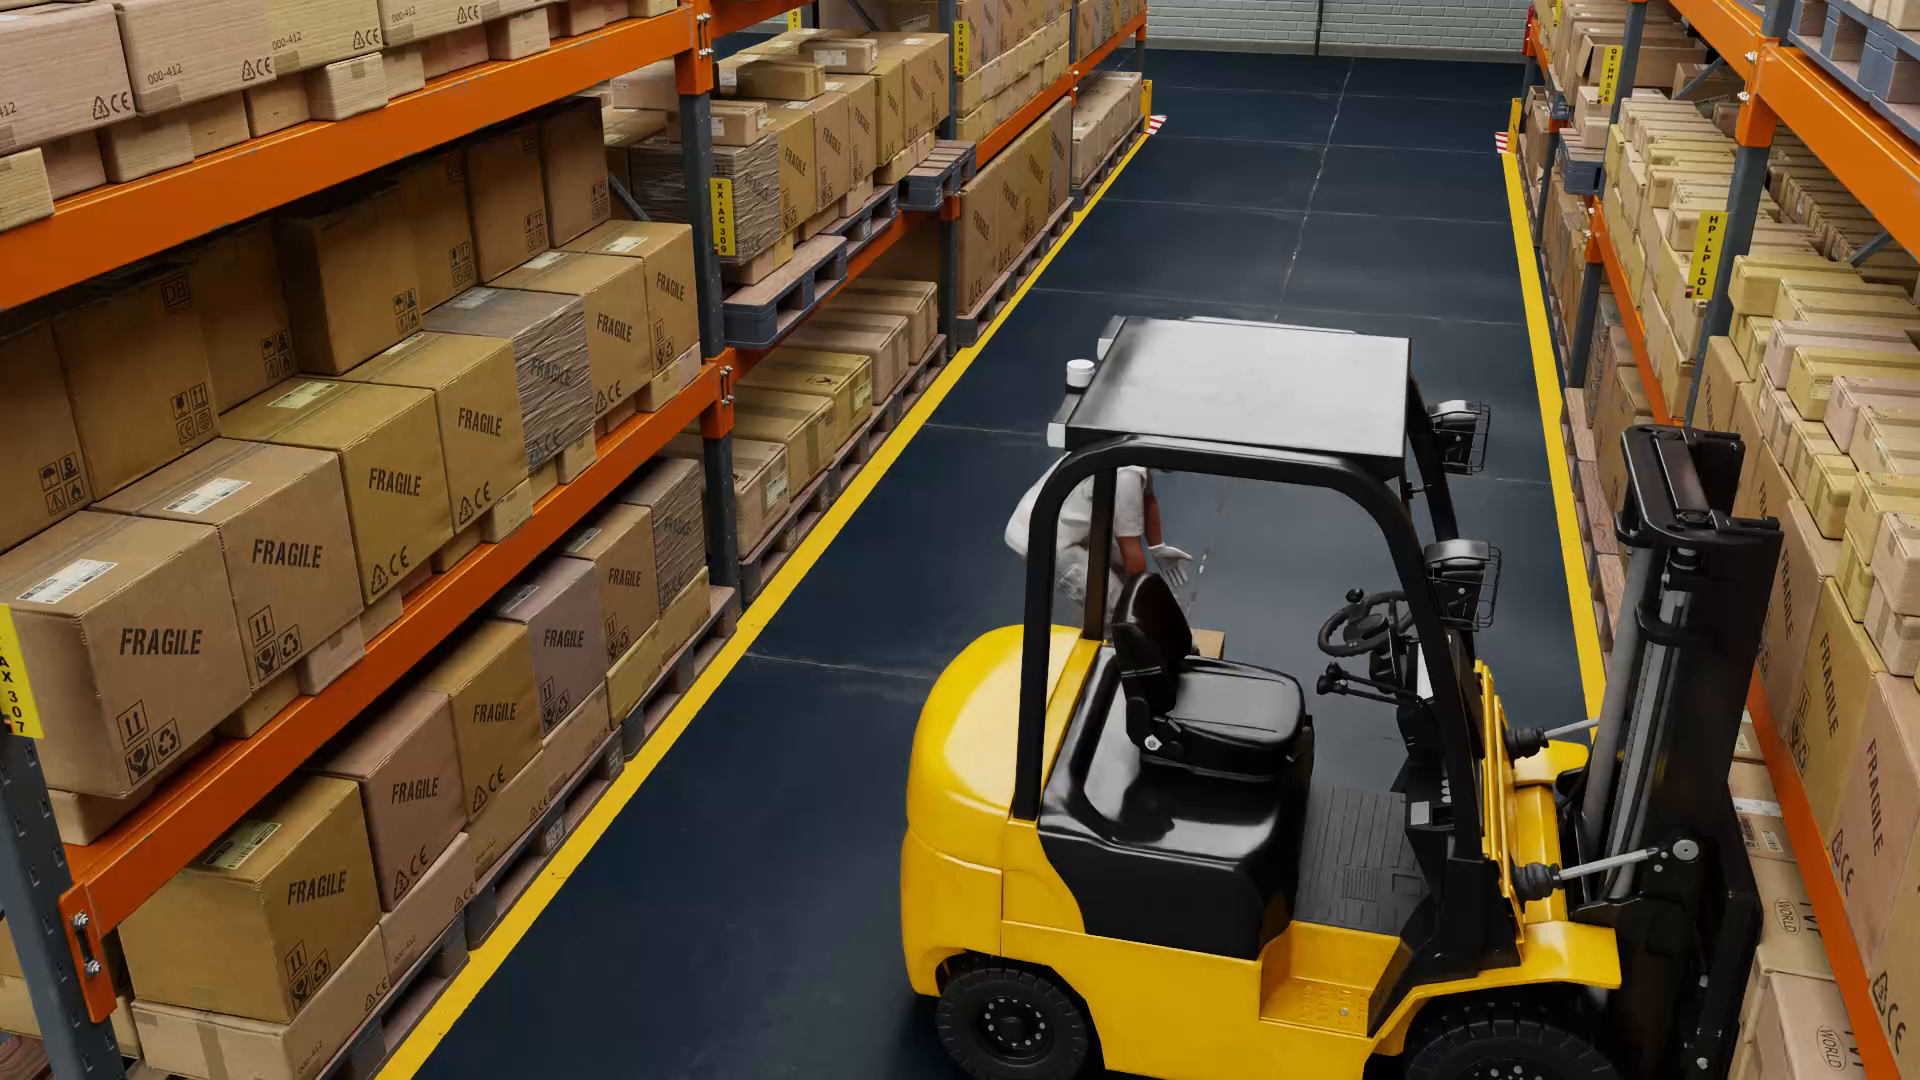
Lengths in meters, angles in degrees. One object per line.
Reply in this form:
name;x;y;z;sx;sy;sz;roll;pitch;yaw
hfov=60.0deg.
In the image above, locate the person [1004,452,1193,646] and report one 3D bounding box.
person;0.620;0.019;7.130;0.826;1.288;0.609;6;26;13
